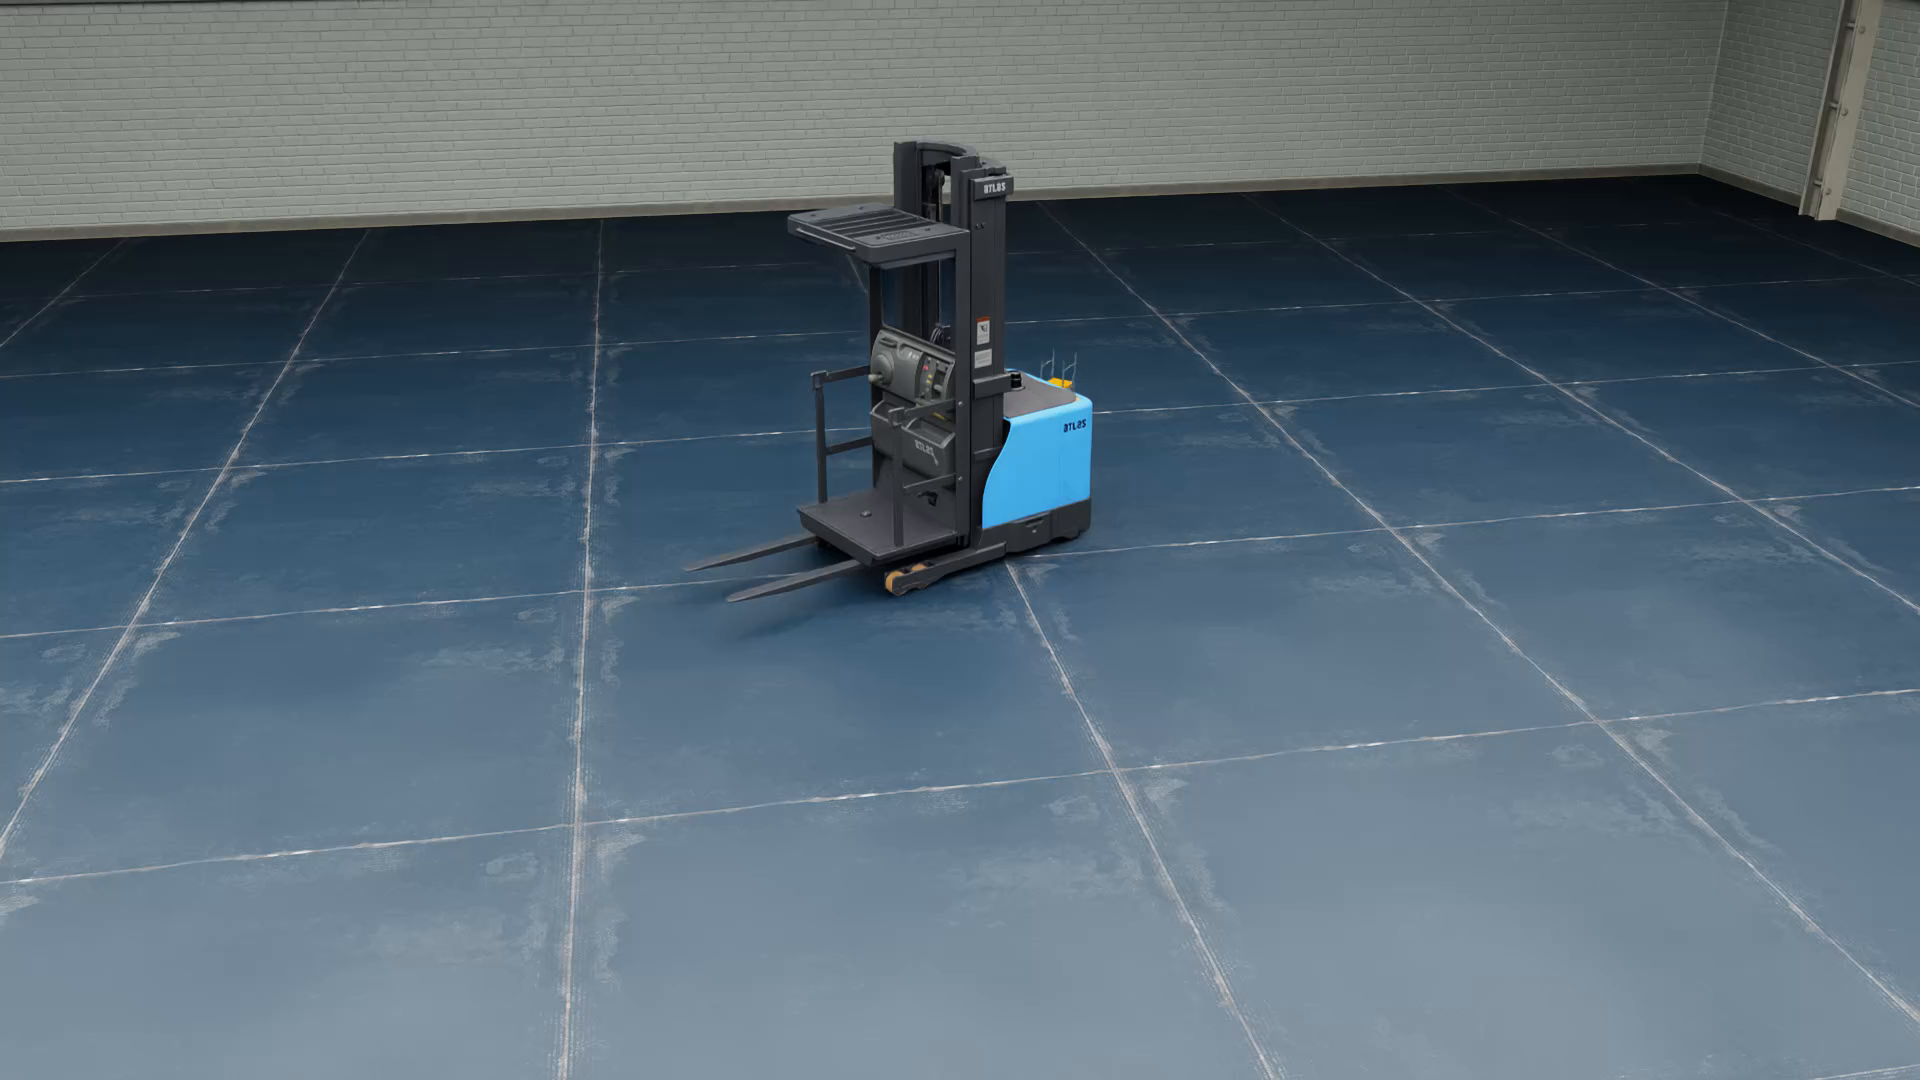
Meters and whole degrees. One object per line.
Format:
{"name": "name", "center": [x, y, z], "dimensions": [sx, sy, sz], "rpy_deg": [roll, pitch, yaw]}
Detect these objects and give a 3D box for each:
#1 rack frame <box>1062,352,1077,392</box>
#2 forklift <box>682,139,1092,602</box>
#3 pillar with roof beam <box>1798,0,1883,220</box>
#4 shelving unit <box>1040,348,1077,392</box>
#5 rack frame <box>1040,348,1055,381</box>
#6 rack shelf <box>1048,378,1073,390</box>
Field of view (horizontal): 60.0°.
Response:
{"name": "rack frame", "center": [0.819, -0.856, 12.954], "dimensions": [0.006, 1.200, 0.240], "rpy_deg": [14, 27, 24]}
{"name": "forklift", "center": [-0.502, -1.196, 11.569], "dimensions": [3.031, 2.935, 1.130], "rpy_deg": [-16, 28, -33]}
{"name": "pillar with roof beam", "center": [7.383, -8.186, 19.992], "dimensions": [9.100, 9.000, 0.400], "rpy_deg": [-4, 24, -10]}
{"name": "shelving unit", "center": [0.738, -0.876, 12.991], "dimensions": [0.189, 1.200, 0.258], "rpy_deg": [14, 27, 24]}
{"name": "rack frame", "center": [0.656, -0.896, 13.027], "dimensions": [0.006, 1.200, 0.240], "rpy_deg": [14, 27, 24]}
{"name": "rack shelf", "center": [0.749, -1.163, 12.860], "dimensions": [0.180, 0.103, 0.258], "rpy_deg": [14, 27, 24]}
